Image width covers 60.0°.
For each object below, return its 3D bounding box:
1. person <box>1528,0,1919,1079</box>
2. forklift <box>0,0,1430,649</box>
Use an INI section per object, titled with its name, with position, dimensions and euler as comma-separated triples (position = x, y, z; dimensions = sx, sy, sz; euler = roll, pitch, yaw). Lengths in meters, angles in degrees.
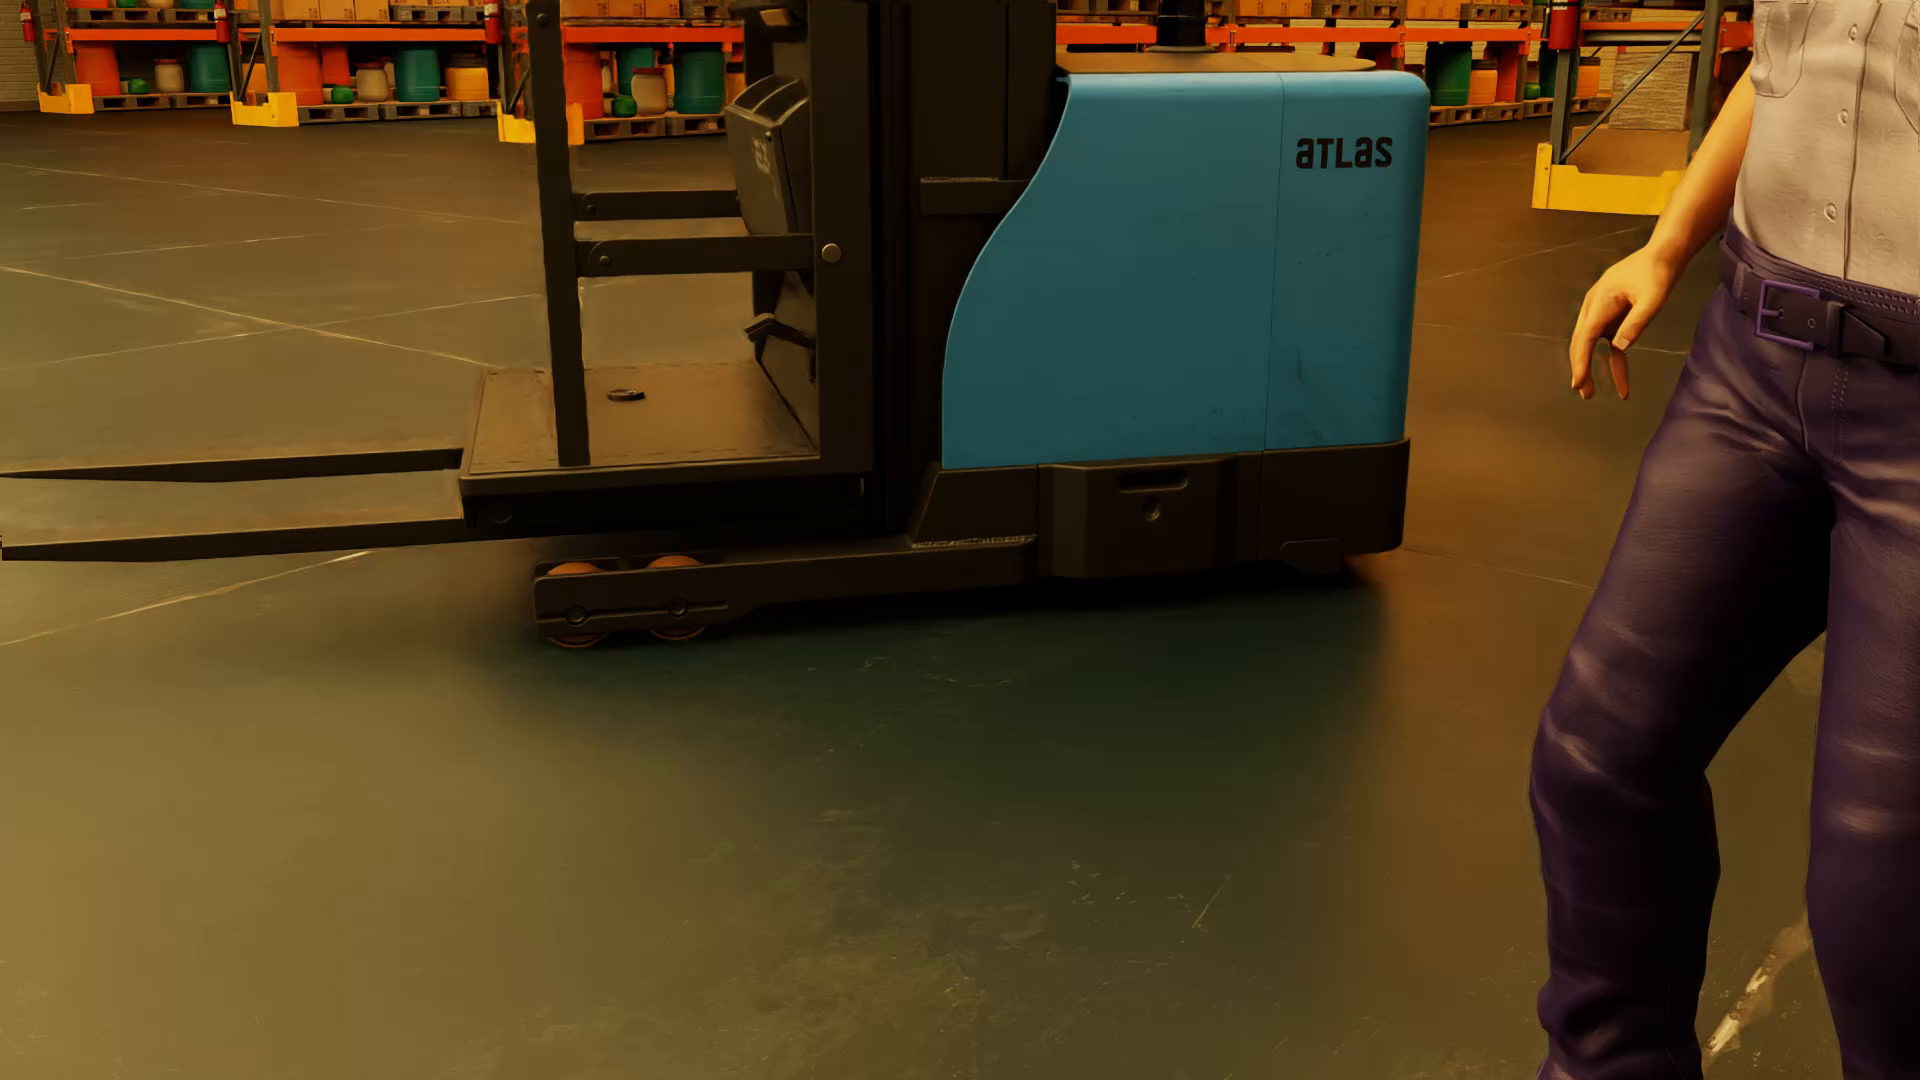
[person]
position = 0.773, -0.058, 1.359
dimensions = 0.478, 1.625, 0.674
euler = -7, 18, -21
[forklift]
position = -0.594, -1.359, 3.372
dimensions = 3.031, 2.935, 1.130
euler = -4, 17, -13
